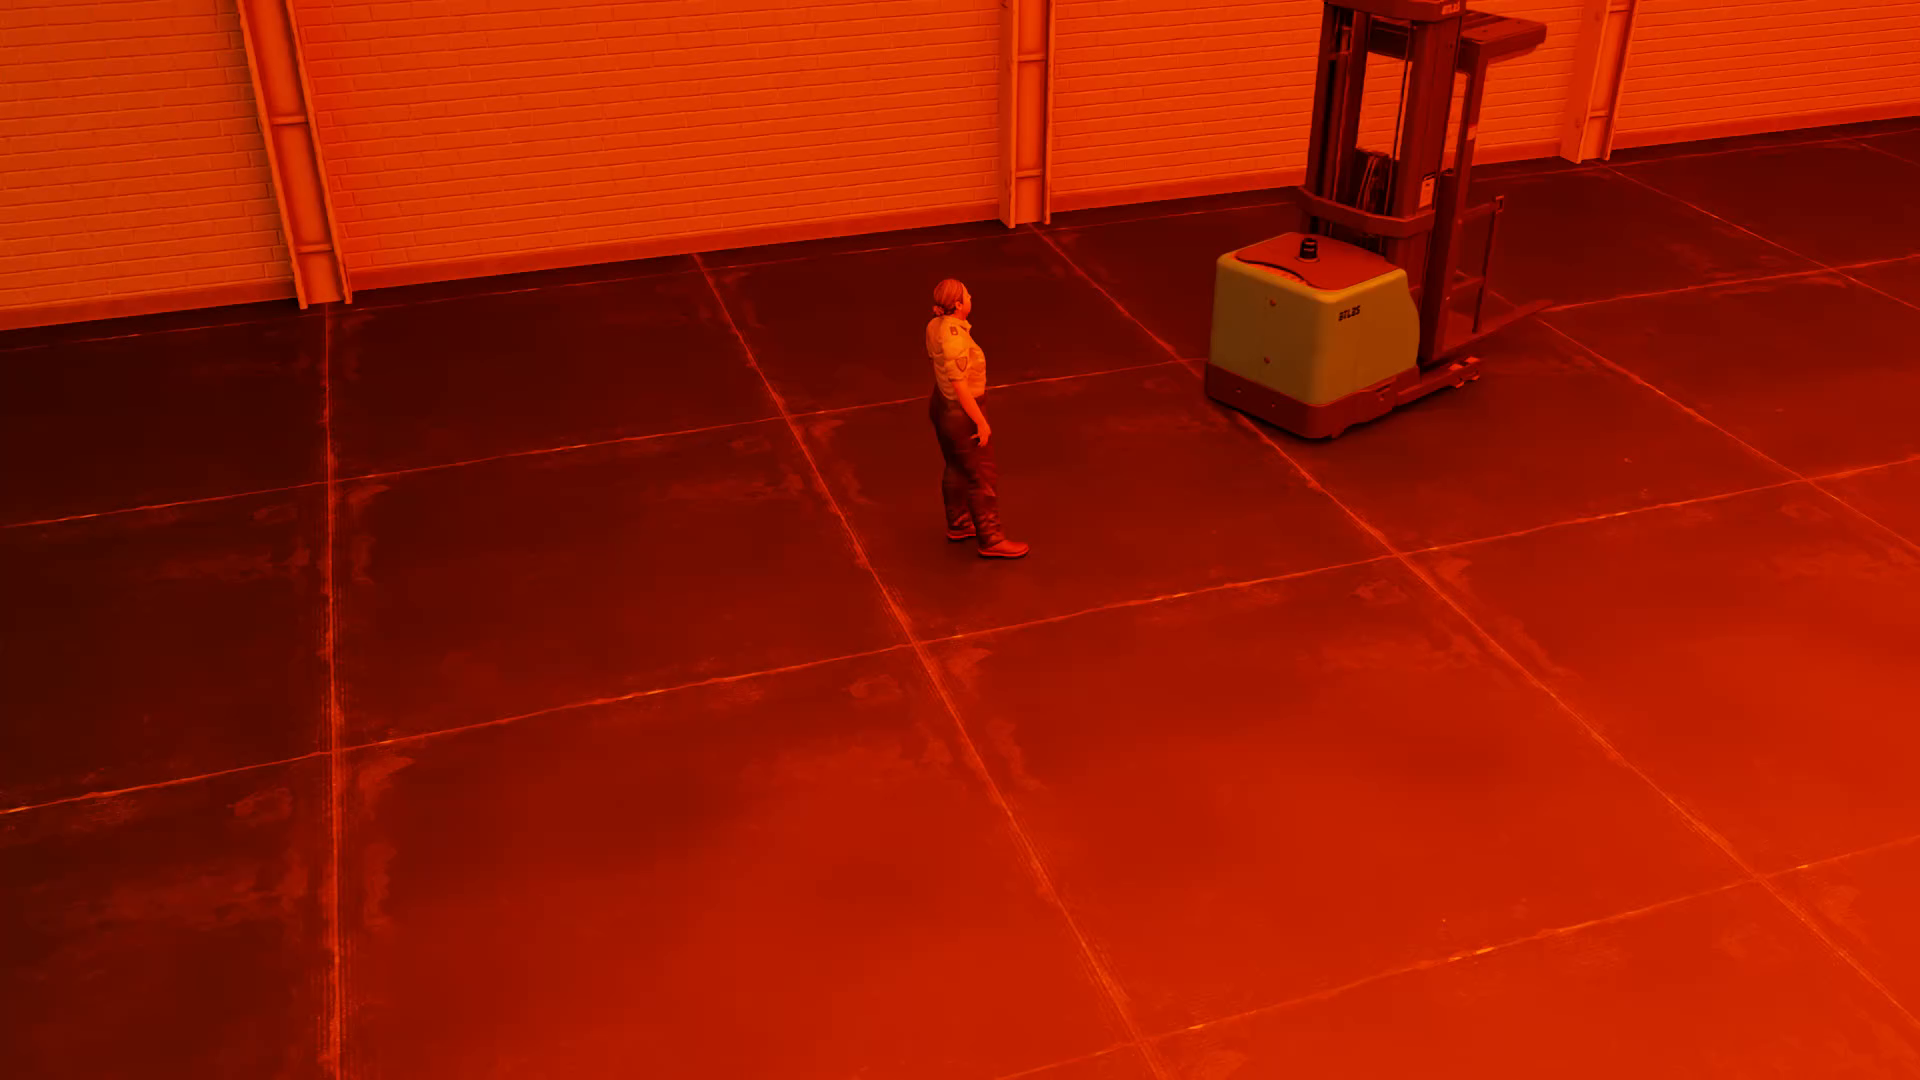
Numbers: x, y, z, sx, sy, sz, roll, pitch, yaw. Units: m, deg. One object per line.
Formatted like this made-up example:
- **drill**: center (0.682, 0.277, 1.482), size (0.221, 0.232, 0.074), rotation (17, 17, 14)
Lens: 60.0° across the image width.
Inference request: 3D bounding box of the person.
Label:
- **person**: center (0.092, -0.724, 9.618), size (0.503, 1.650, 0.599), rotation (-10, 31, -16)

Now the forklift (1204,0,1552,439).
- **forklift**: center (3.169, -2.544, 11.509), size (3.031, 2.935, 1.130), rotation (-23, 37, -34)
